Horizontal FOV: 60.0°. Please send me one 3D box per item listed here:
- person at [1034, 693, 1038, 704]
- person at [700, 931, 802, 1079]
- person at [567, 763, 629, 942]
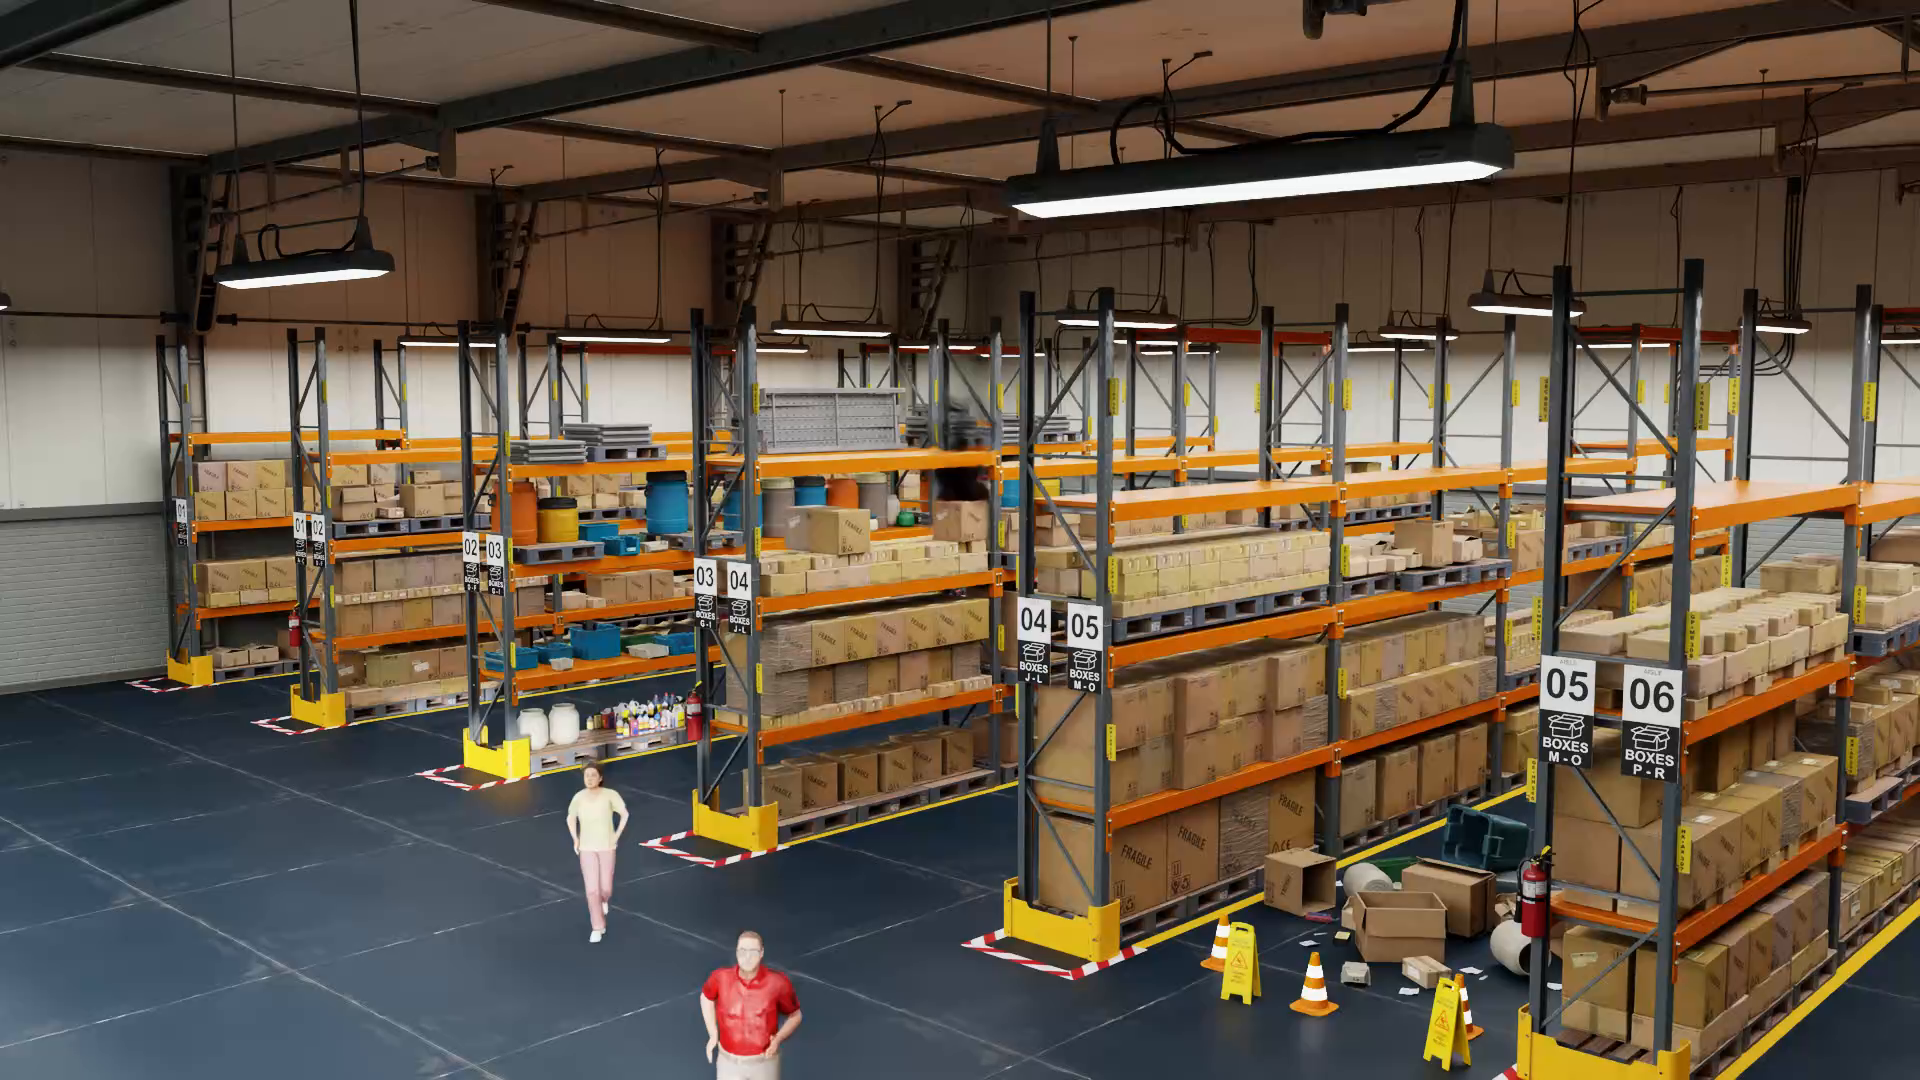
[{"bbox_3d":[0.991,1.916,24.929,0.648,1.778,1.008,4,7,37],"label":"person"},{"bbox_3d":[-1.330,3.330,10.532,0.664,1.737,0.927,0,5,-2],"label":"person"},{"bbox_3d":[-3.406,2.894,15.628,0.577,1.644,0.603,0,5,-4],"label":"person"}]
